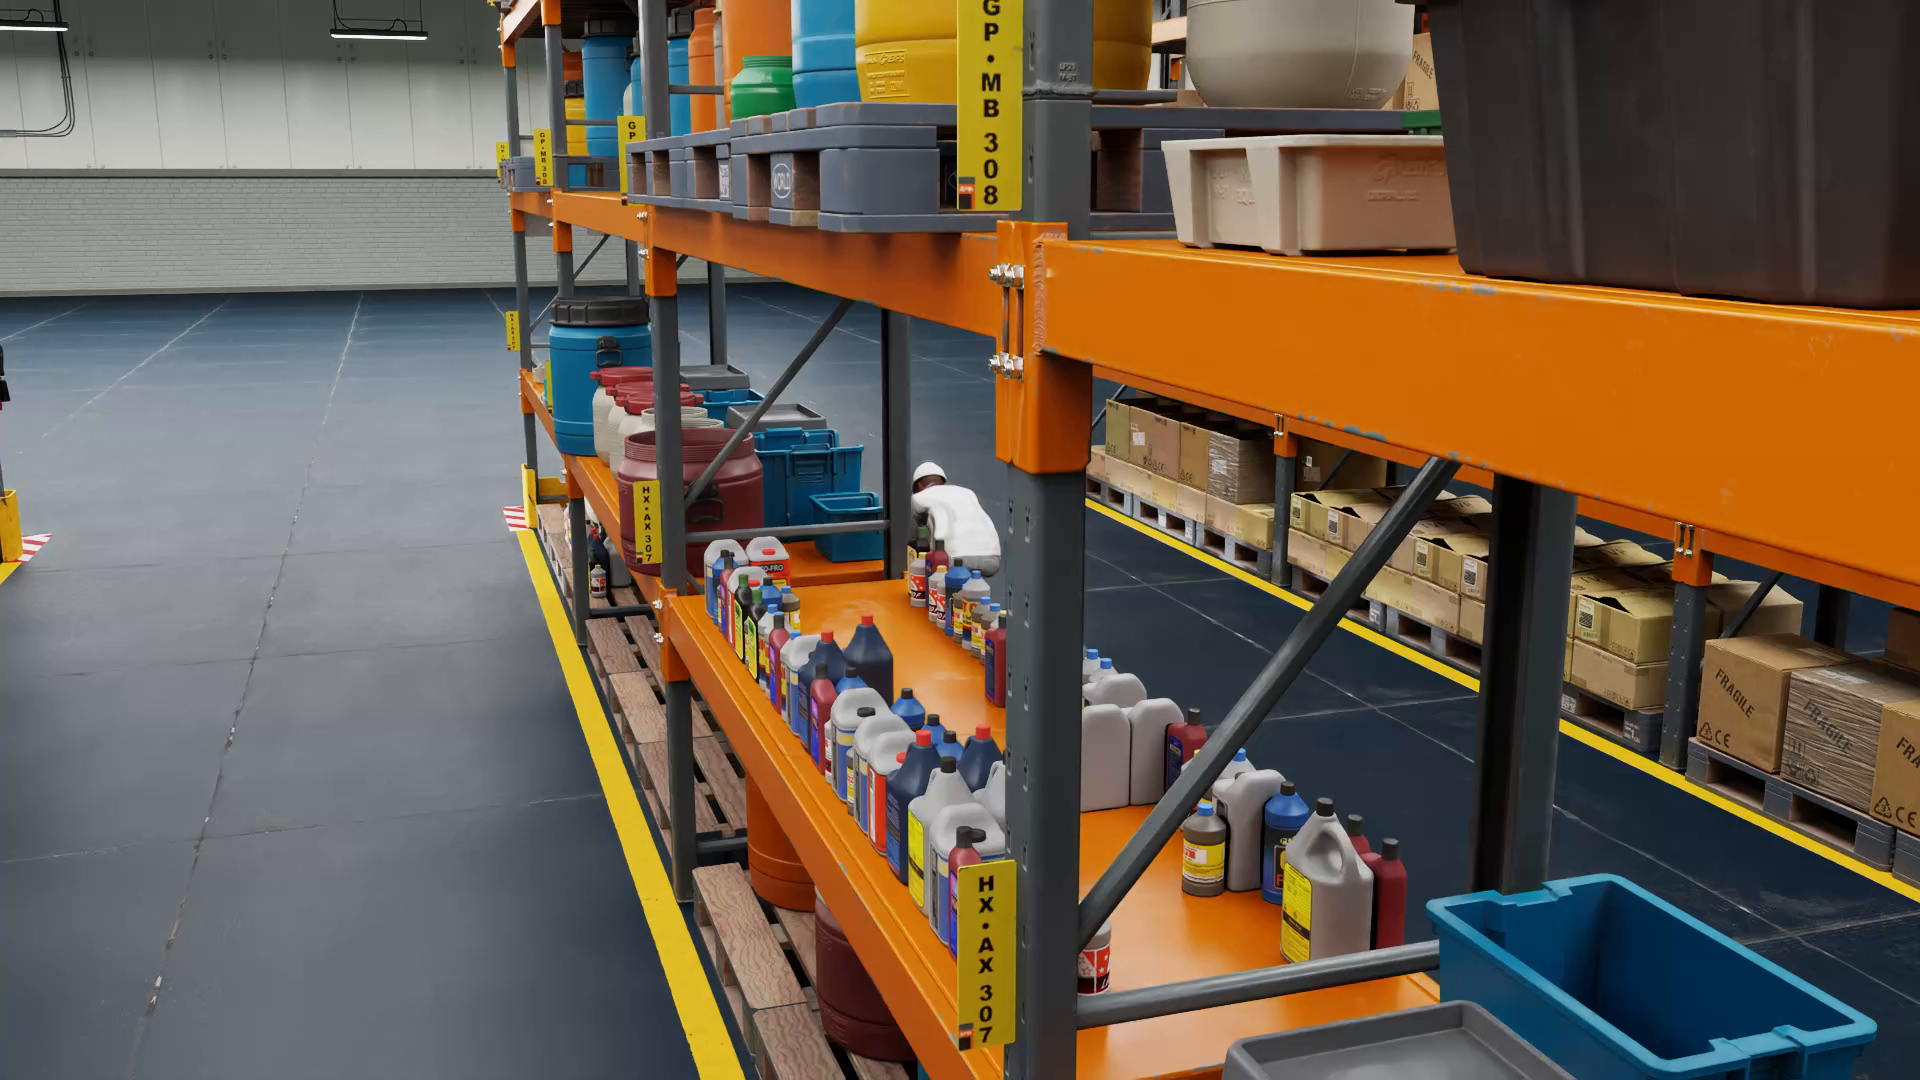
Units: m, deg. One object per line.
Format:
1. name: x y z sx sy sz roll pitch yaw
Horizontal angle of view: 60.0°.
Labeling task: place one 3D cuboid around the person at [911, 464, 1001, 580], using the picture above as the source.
1. person: -0.074 0.057 10.907 0.531 1.028 0.870 -4 13 -18
